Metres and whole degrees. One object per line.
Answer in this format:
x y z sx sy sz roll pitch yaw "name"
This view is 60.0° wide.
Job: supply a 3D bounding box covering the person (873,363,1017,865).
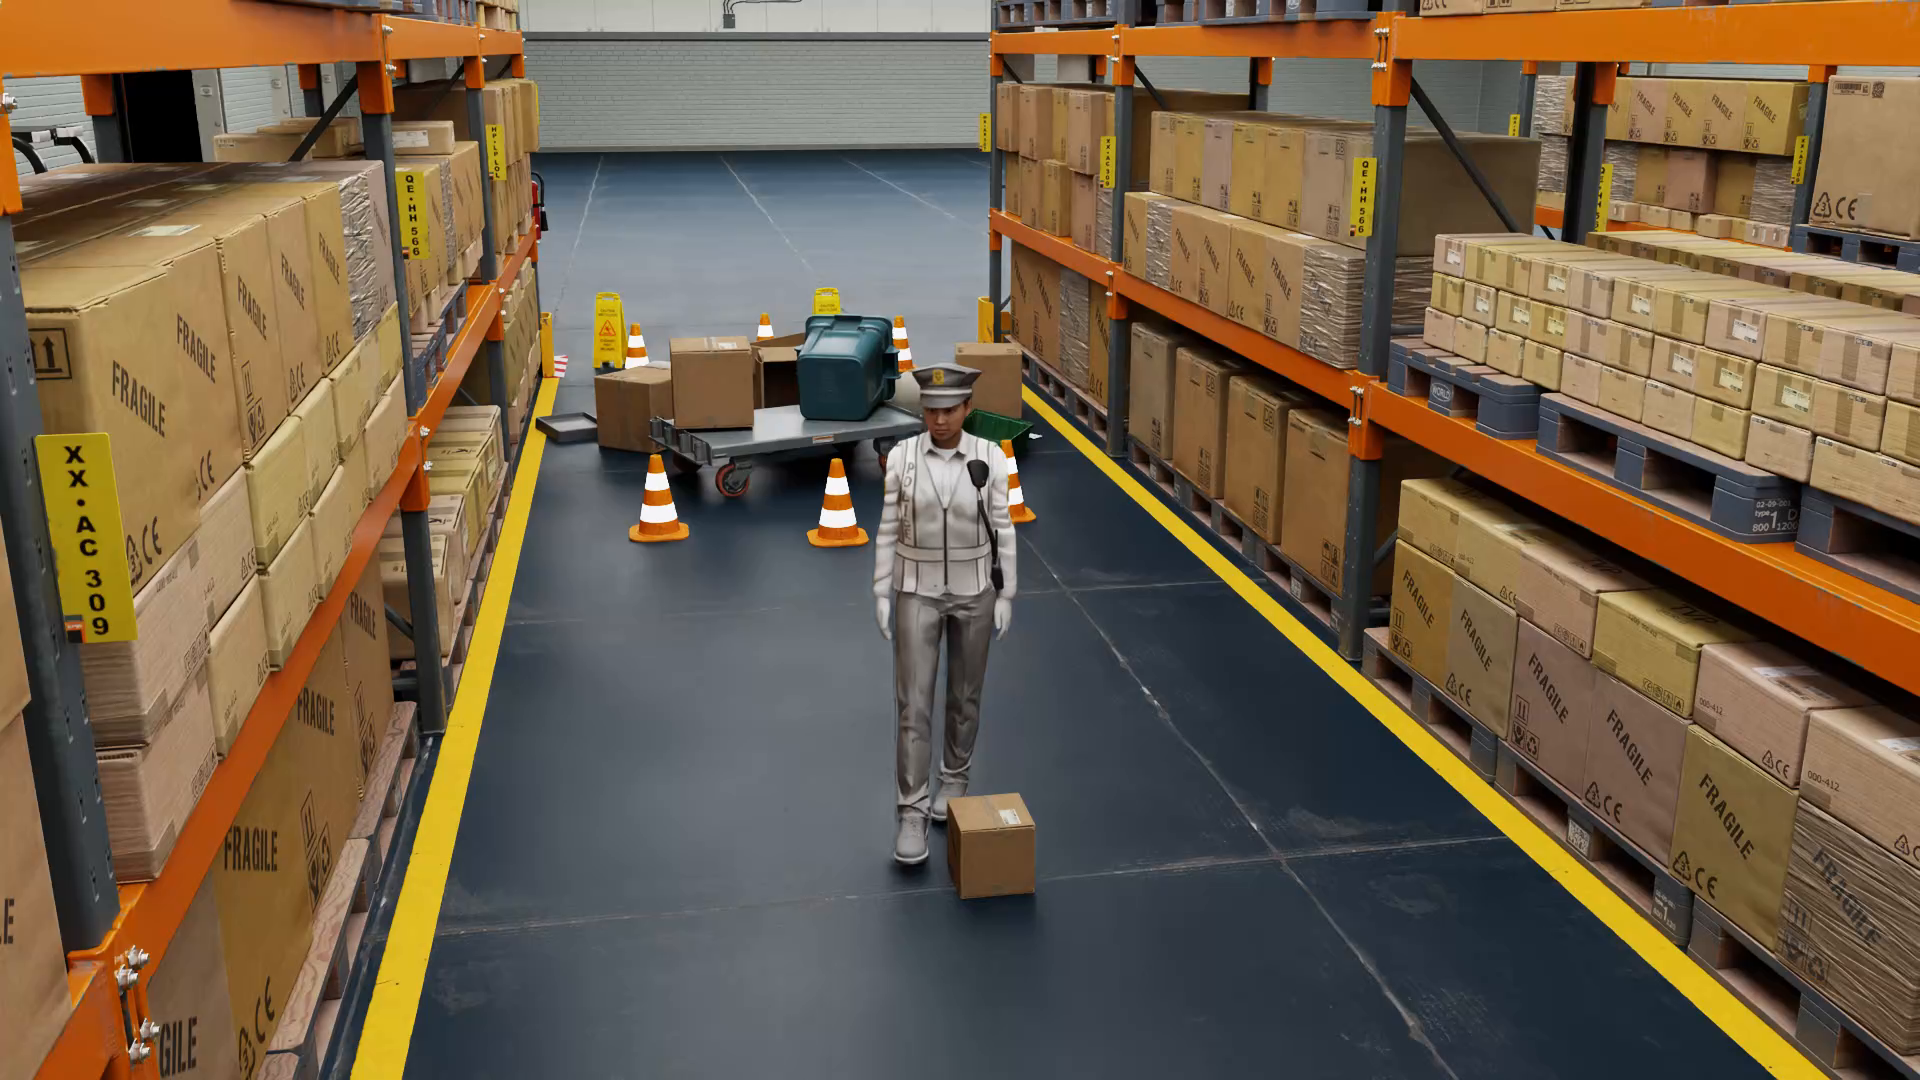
-0.046 0.238 5.681 0.506 1.667 0.673 -1 16 -2 "person"
